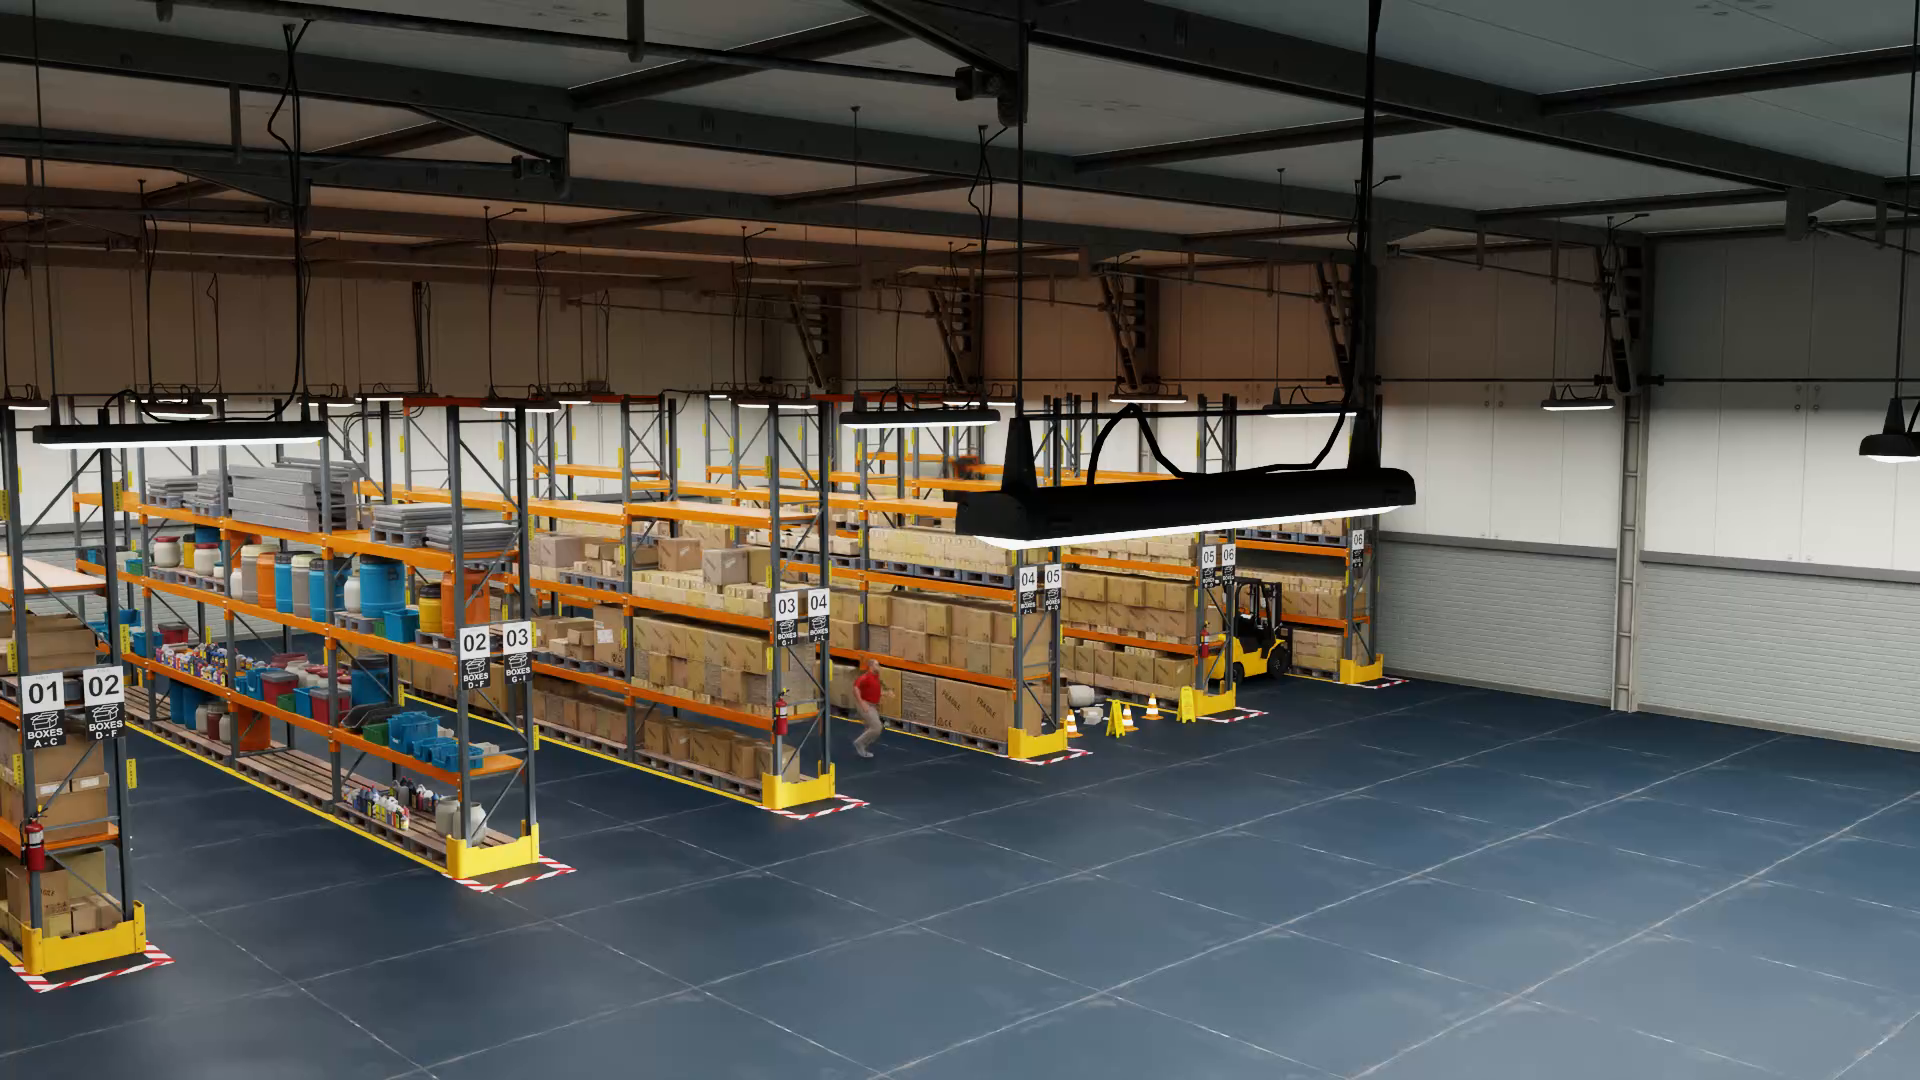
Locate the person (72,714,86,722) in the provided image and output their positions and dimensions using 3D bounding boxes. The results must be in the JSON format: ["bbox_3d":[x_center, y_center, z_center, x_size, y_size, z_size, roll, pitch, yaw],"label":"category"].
[{"bbox_3d":[-15.320,2.692,29.023,0.873,1.667,0.711,3,6,31],"label":"person"}]

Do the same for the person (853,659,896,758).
[{"bbox_3d":[-1.450,2.815,27.748,0.680,1.676,0.667,2,6,17],"label":"person"}]
